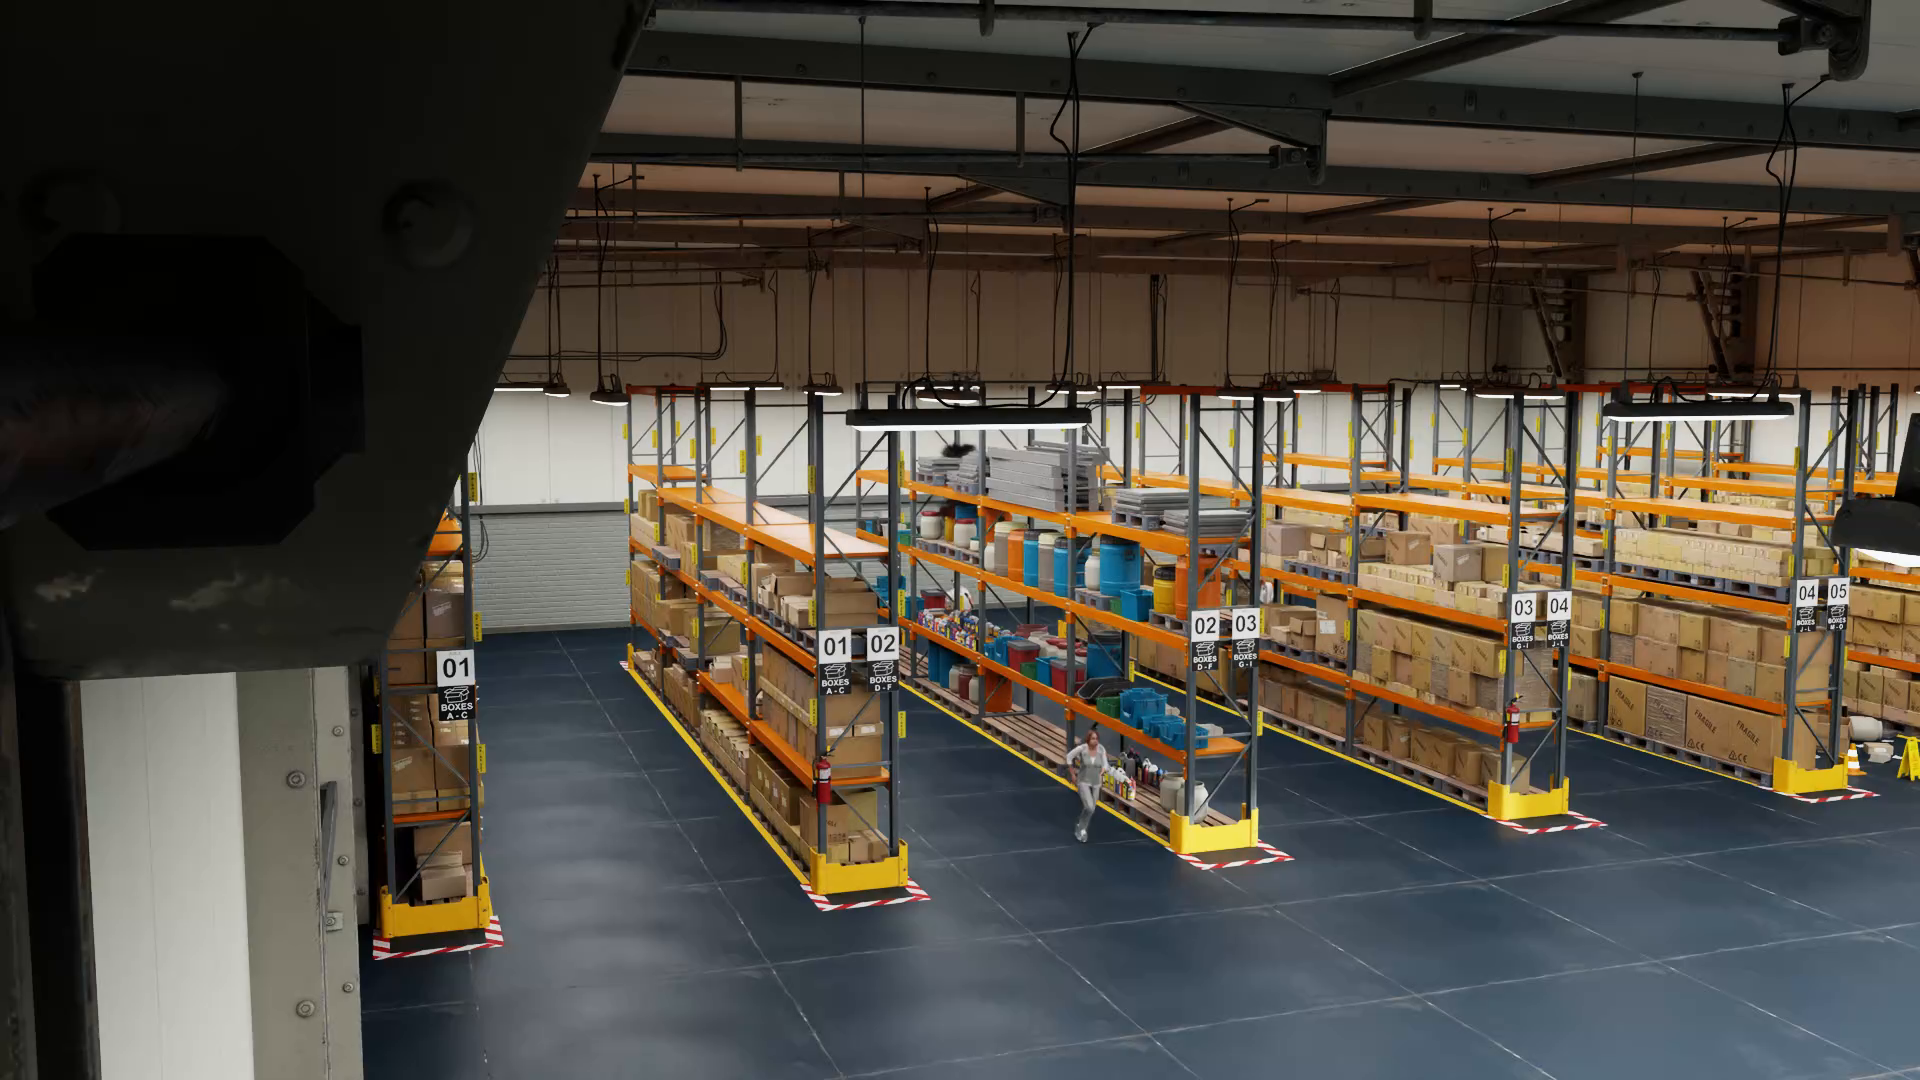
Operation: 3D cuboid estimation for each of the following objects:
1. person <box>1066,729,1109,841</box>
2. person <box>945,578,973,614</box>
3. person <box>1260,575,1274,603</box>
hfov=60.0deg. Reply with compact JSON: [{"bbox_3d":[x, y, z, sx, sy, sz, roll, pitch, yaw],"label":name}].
[{"bbox_3d":[1.714,3.261,22.108,0.507,1.546,0.681,-2,6,-19],"label":"person"},{"bbox_3d":[-0.008,1.663,37.121,0.727,1.698,0.901,-3,7,-29],"label":"person"},{"bbox_3d":[6.753,1.582,37.266,0.700,1.783,0.966,-2,6,-15],"label":"person"}]
